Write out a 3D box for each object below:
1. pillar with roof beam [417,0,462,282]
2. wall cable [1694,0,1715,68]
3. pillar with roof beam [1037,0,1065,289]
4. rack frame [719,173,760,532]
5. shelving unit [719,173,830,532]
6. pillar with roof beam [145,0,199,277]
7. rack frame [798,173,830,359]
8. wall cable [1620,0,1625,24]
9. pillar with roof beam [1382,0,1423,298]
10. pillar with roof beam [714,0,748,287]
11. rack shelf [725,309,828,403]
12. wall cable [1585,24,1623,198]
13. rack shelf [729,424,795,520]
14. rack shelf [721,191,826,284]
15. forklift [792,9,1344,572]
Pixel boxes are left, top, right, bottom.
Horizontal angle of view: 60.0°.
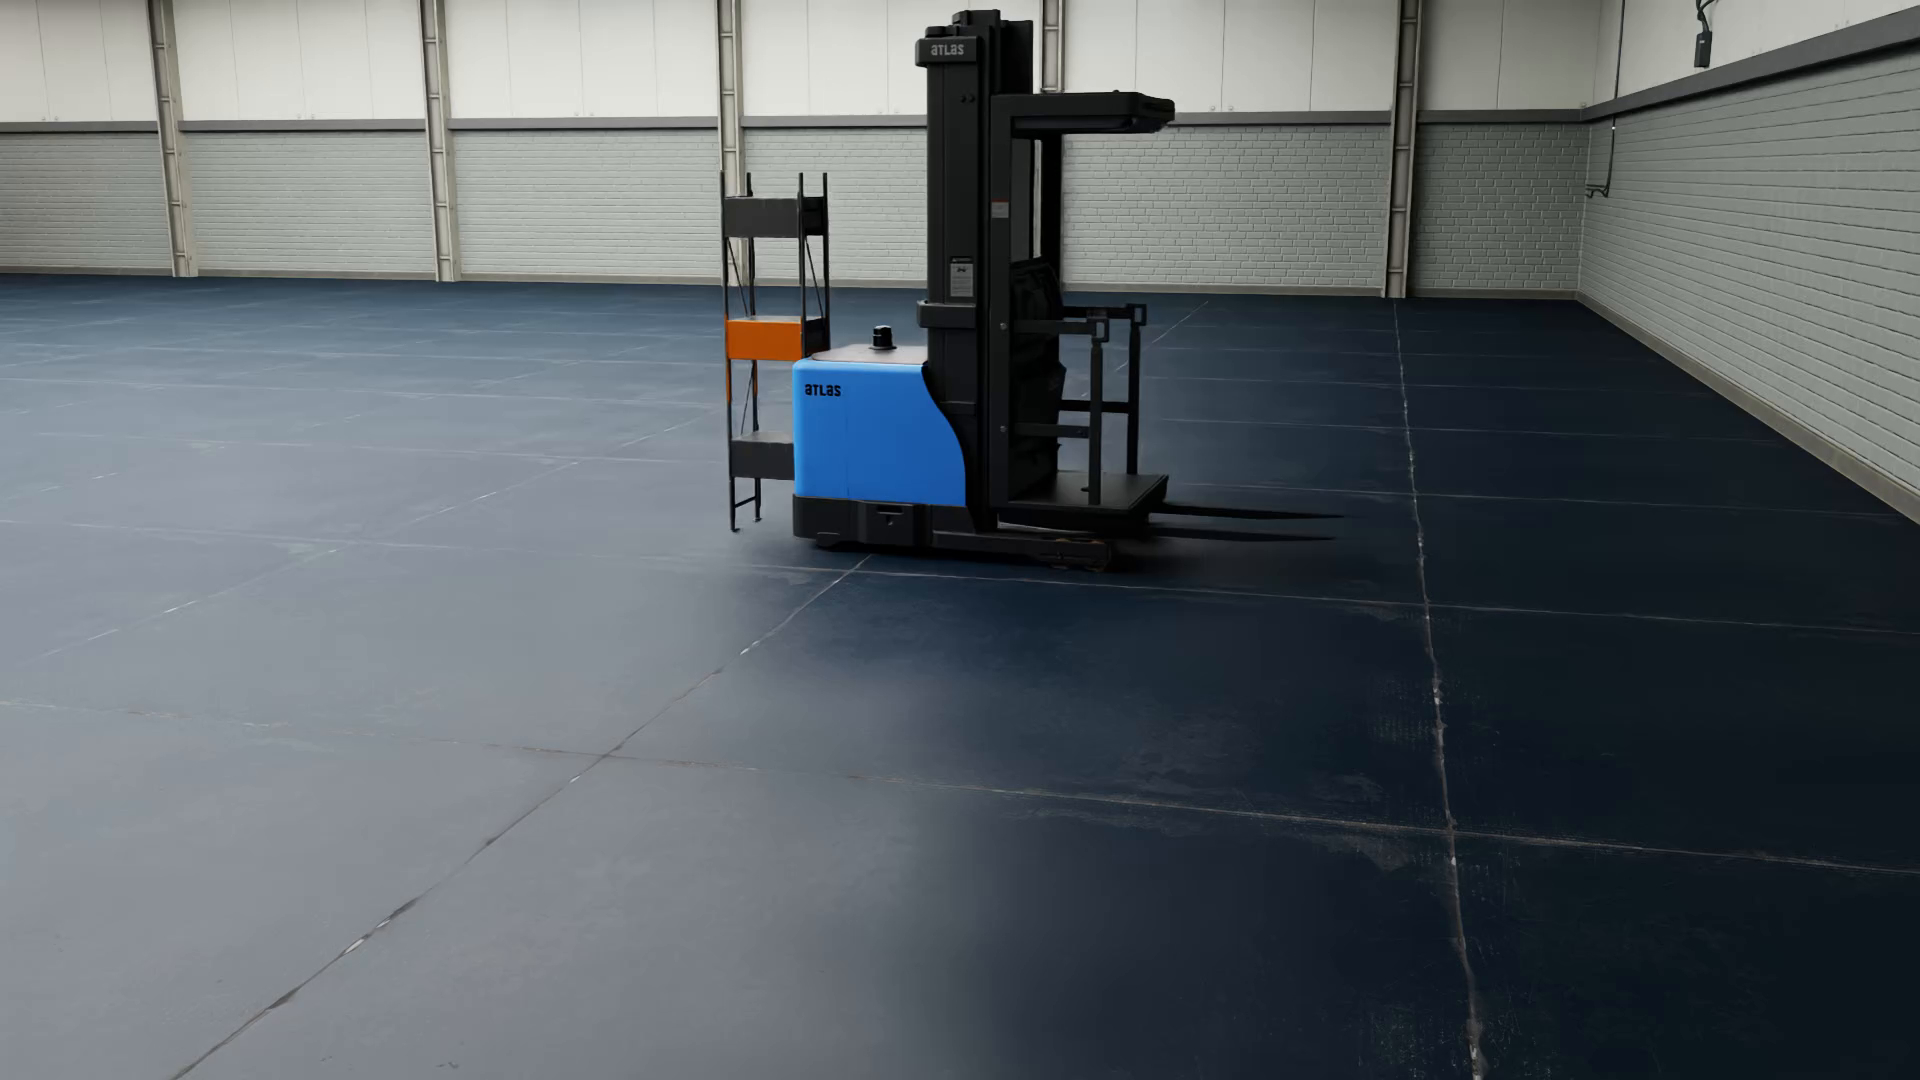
[{"bbox_3d":[-11.078,-8.583,27.643,0.400,9.000,9.100,3,13,14],"label":"pillar with roof beam"},{"bbox_3d":[7.682,-7.788,16.208,0.169,6.003,2.305,3,13,14],"label":"wall cable"},{"bbox_3d":[0.572,-7.960,24.836,0.400,9.000,9.100,3,13,14],"label":"pillar with roof beam"},{"bbox_3d":[-1.308,-1.114,9.908,0.015,2.100,0.400,4,13,17],"label":"rack frame"},{"bbox_3d":[-1.075,-1.098,9.836,0.503,2.100,0.431,4,13,17],"label":"shelving unit"},{"bbox_3d":[-16.903,-8.894,29.046,0.400,9.000,9.100,3,13,14],"label":"pillar with roof beam"},{"bbox_3d":[-0.842,-1.082,9.764,0.015,2.100,0.400,4,13,17],"label":"rack frame"},{"bbox_3d":[9.324,-8.504,22.796,0.112,2.526,3.097,3,13,14],"label":"wall cable"},{"bbox_3d":[6.397,-7.649,23.433,0.400,9.000,9.100,3,13,14],"label":"pillar with roof beam"},{"bbox_3d":[-5.253,-8.271,26.239,0.400,9.000,9.100,3,13,14],"label":"pillar with roof beam"},{"bbox_3d":[-1.075,-1.085,9.839,0.480,0.518,0.431,4,13,17],"label":"rack shelf"},{"bbox_3d":[9.972,-6.607,25.907,0.112,2.526,3.097,3,13,14],"label":"wall cable"},{"bbox_3d":[-1.075,-0.401,9.990,0.480,0.518,0.431,4,13,17],"label":"rack shelf"},{"bbox_3d":[-1.075,-1.768,9.687,0.480,0.518,0.431,4,13,17],"label":"rack shelf"},{"bbox_3d":[0.617,-1.389,9.226,3.031,2.935,1.130,4,13,17],"label":"forklift"}]
